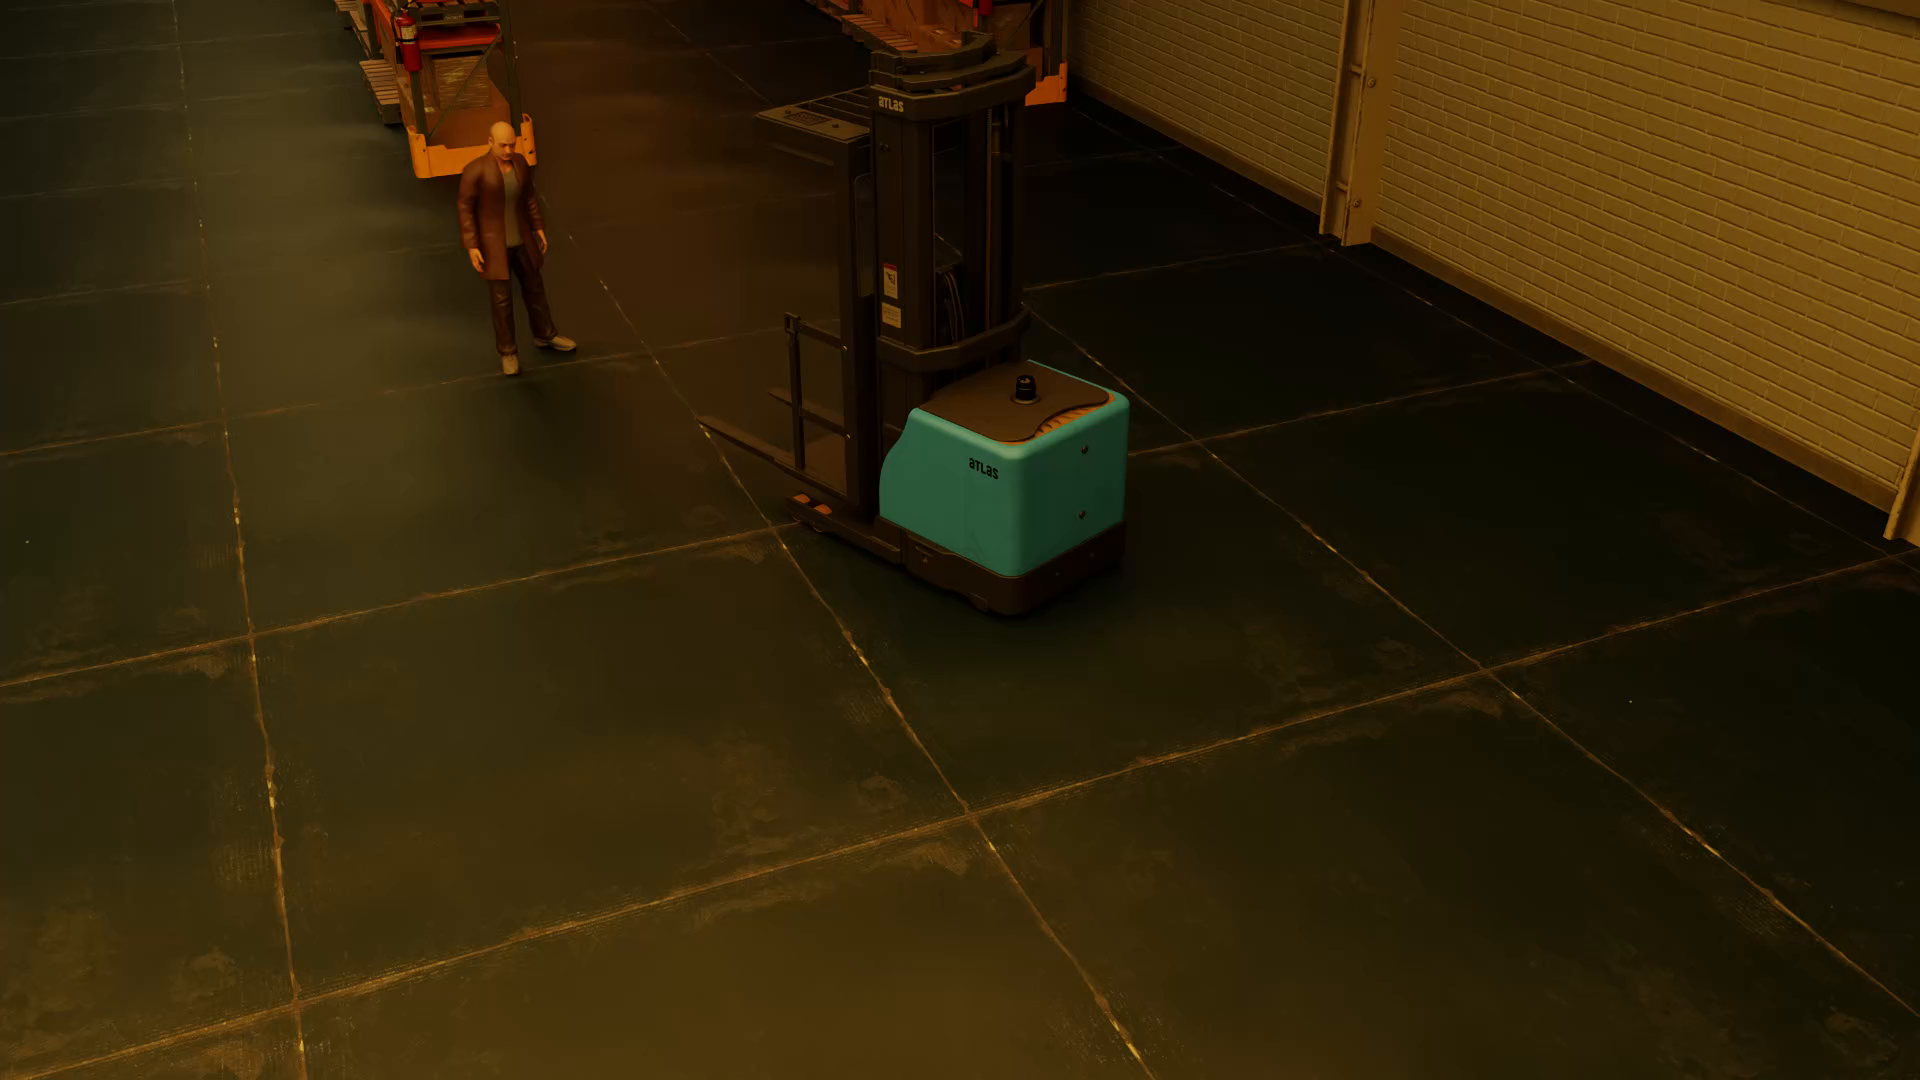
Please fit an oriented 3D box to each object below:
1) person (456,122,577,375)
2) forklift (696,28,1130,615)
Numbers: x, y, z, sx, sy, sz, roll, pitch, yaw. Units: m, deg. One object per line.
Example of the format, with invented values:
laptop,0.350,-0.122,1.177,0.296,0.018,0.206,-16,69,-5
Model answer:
person,-3.248,-2.137,12.021,0.456,1.782,0.718,23,37,35
forklift,-0.436,-1.483,9.714,3.031,2.935,1.130,26,39,37
